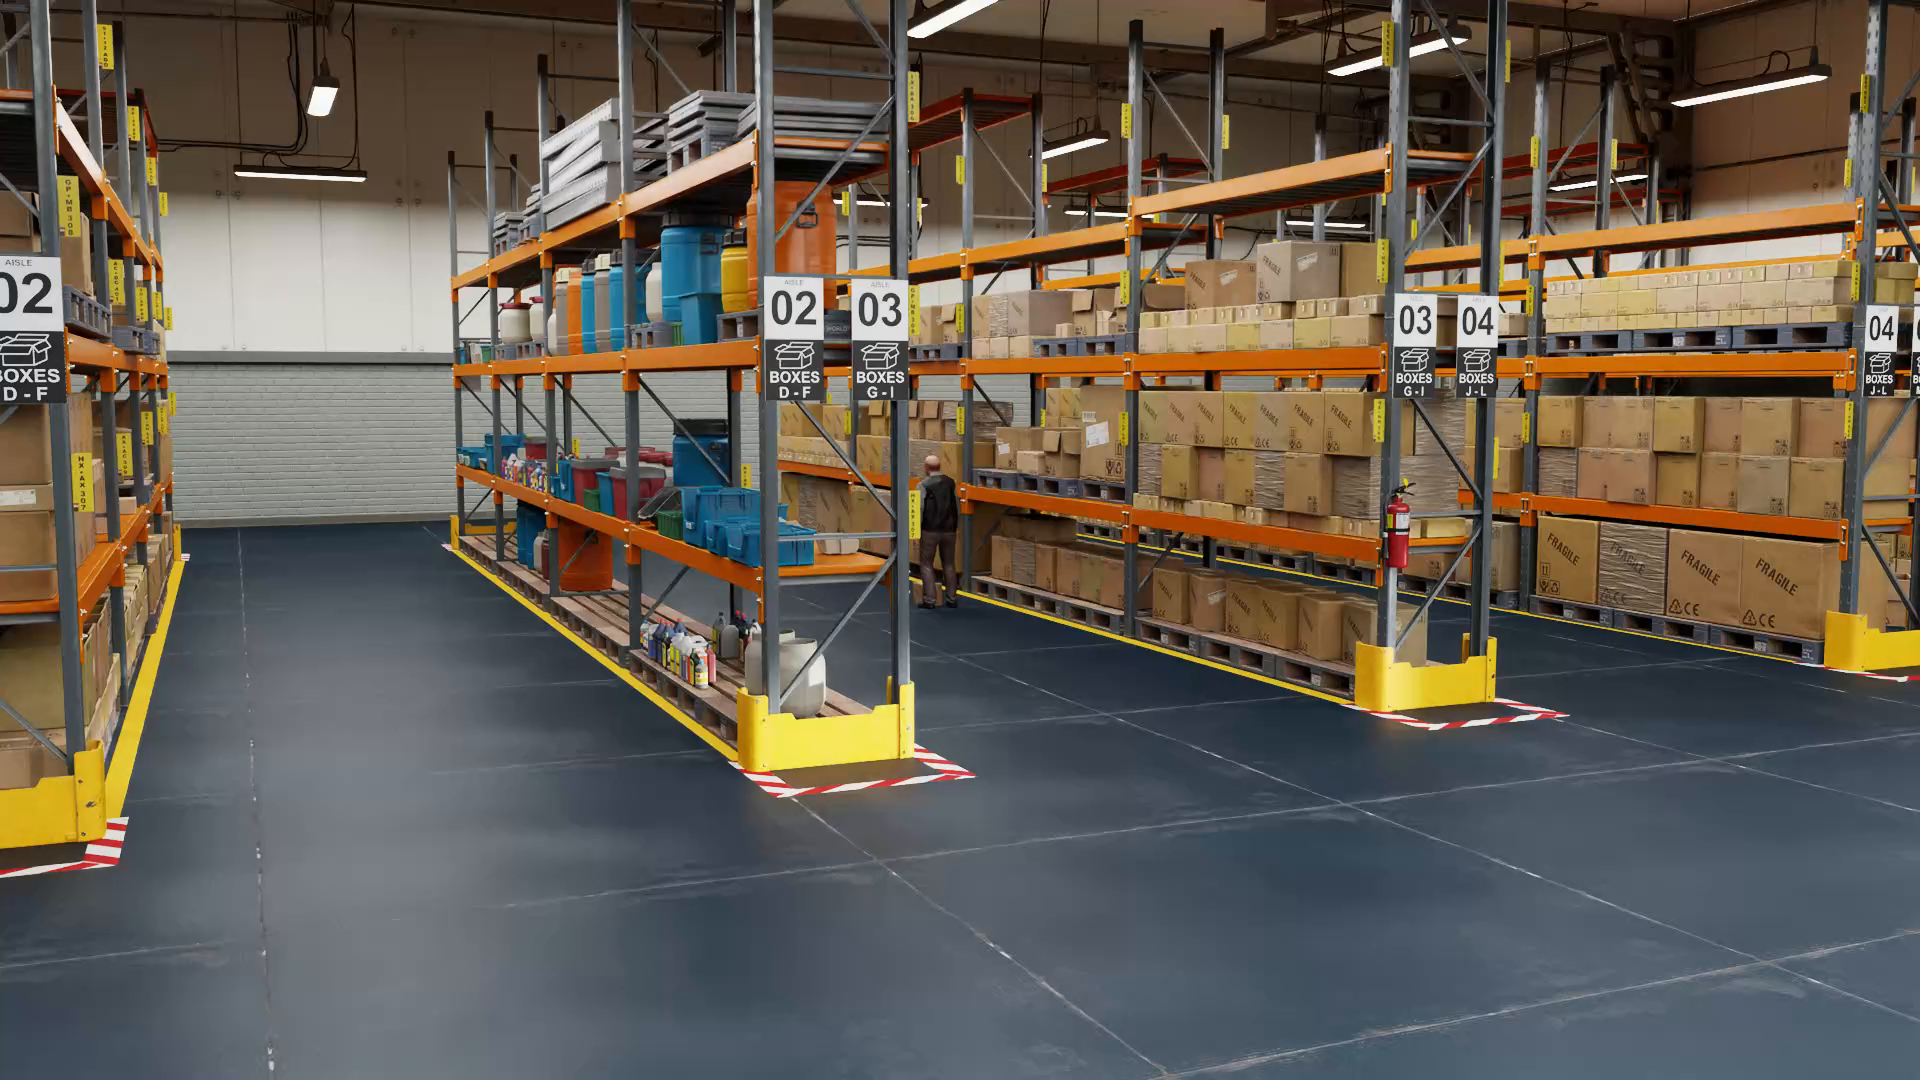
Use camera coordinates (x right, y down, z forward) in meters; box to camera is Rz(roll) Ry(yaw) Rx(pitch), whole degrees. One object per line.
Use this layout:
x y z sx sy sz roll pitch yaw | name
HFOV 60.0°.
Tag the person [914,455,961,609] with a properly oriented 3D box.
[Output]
-0.255 -0.089 18.695 0.589 1.720 0.427 -3 6 -27 | person
